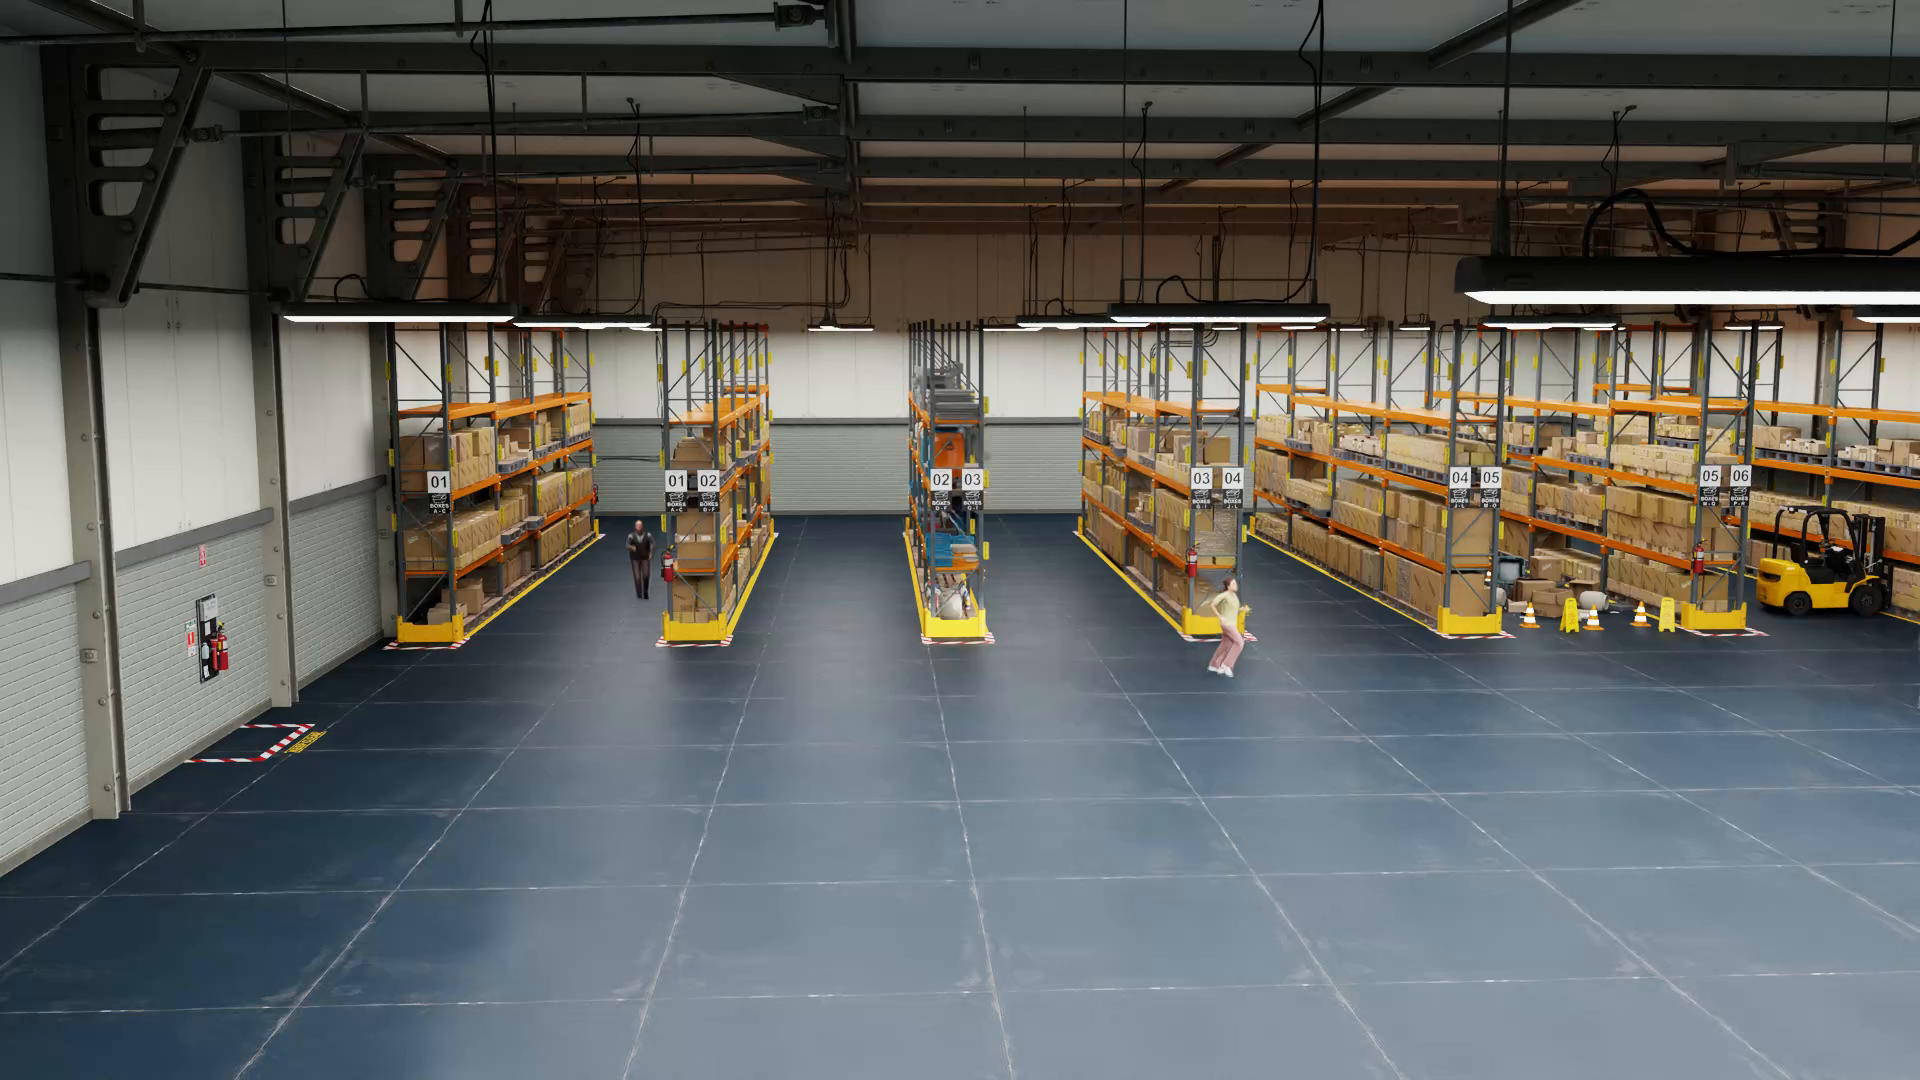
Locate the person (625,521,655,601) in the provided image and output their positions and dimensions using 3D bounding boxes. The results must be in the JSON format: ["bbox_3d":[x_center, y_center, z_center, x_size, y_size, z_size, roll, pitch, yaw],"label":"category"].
[{"bbox_3d":[-6.882,0.459,35.843,0.640,1.738,0.669,-1,7,-11],"label":"person"}]

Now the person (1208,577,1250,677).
[{"bbox_3d":[4.532,1.460,27.986,0.670,1.692,0.550,4,8,27],"label":"person"}]

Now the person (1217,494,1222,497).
[{"bbox_3d":[7.199,-0.872,46.898,0.639,1.620,0.503,1,7,9],"label":"person"}]
